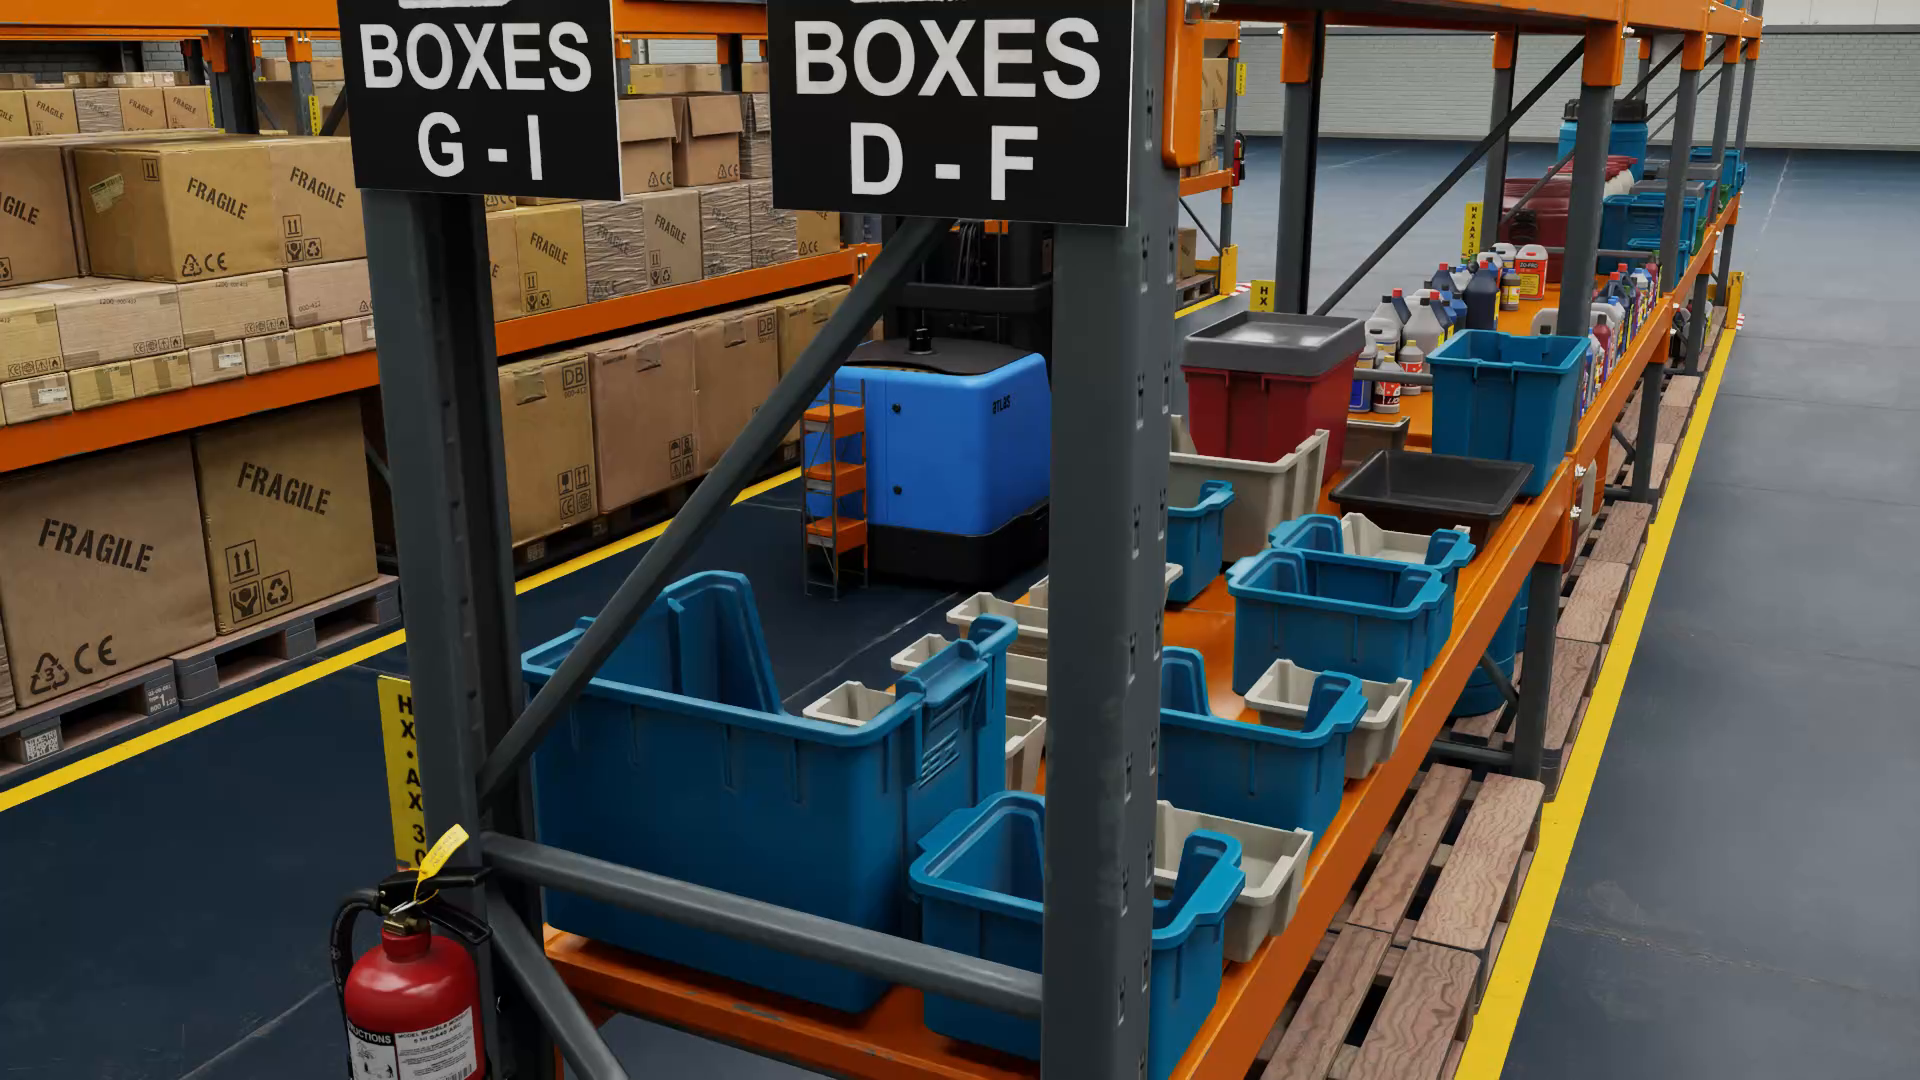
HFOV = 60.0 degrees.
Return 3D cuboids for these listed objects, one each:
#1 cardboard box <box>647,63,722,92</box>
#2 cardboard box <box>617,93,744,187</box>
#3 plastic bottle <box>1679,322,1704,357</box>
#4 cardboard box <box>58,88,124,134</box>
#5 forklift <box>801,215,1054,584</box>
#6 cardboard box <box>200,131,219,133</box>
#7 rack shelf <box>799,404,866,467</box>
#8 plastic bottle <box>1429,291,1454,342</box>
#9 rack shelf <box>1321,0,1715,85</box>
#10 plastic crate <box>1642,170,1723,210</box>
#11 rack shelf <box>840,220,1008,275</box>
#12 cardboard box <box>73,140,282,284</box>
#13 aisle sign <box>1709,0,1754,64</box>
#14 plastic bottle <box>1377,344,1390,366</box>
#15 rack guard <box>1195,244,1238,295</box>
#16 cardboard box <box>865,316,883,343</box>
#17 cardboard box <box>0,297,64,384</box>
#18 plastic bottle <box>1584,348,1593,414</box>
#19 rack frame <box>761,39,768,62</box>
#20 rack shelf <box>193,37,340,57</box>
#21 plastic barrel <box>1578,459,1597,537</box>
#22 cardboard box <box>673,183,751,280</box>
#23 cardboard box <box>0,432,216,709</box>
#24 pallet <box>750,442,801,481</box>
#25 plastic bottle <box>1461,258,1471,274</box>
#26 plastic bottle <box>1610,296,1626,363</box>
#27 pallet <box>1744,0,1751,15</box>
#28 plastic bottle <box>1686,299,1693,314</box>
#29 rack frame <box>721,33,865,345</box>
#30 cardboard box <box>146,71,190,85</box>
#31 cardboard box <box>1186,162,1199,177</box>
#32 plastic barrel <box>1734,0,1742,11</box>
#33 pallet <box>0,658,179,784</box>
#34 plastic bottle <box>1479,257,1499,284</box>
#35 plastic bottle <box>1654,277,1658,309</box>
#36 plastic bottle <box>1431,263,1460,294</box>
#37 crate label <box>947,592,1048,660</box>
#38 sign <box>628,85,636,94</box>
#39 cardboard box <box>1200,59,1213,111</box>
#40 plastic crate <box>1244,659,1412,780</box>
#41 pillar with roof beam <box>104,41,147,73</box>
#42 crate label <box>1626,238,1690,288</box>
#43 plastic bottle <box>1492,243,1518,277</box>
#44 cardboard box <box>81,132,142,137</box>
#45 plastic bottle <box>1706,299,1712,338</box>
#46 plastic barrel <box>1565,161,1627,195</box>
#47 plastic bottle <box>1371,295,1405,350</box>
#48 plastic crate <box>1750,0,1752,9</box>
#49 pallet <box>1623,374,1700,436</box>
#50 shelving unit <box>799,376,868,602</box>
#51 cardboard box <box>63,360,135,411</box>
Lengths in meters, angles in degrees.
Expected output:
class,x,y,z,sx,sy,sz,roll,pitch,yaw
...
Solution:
class,x,y,z,sx,sy,sz,roll,pitch,yaw
cardboard box,-3.011,-4.806,17.777,0.875,0.550,0.550,8,18,25
cardboard box,-1.743,-2.355,9.748,0.797,0.503,0.637,9,19,27
plastic bottle,5.765,-1.581,13.092,0.152,0.276,0.135,9,19,27
cardboard box,-8.877,-4.310,16.832,0.500,0.500,0.500,7,18,23
forklift,0.257,-1.569,9.158,1.130,2.935,3.031,7,18,23
cardboard box,-5.424,-2.952,12.355,0.380,0.149,0.250,8,18,25
rack shelf,-0.607,-0.512,7.944,0.215,0.259,0.240,11,20,32
plastic bottle,1.865,-0.808,6.564,0.144,0.351,0.185,8,18,25
rack shelf,2.429,-2.130,6.922,1.077,0.370,4.000,8,18,25
plastic crate,5.458,-2.652,12.795,0.767,0.338,0.504,8,18,25
rack shelf,-0.215,-2.341,12.901,1.077,0.370,4.000,8,18,25
cardboard box,-3.089,-1.309,6.589,0.500,0.500,0.500,8,18,26
aisle sign,7.195,-4.811,15.387,0.394,0.787,0.004,8,18,25
plastic bottle,1.564,-0.633,6.236,0.097,0.201,0.097,0,17,0
rack guard,2.433,-2.996,18.235,1.175,0.500,0.348,8,18,25
cardboard box,-0.827,-1.362,11.960,0.700,0.500,0.500,7,18,22
cardboard box,-3.544,-0.692,5.825,0.500,0.250,0.500,8,18,24
plastic bottle,2.219,-0.595,5.986,0.097,0.271,0.097,0,17,0
rack frame,-1.926,-4.871,20.155,1.000,3.000,0.127,8,18,25
rack shelf,-7.293,-6.058,20.149,1.077,0.370,4.000,8,18,25
plastic barrel,2.947,-0.273,8.307,0.421,0.512,0.421,0,17,0
cardboard box,-1.564,-1.808,9.668,0.500,0.500,0.500,7,18,24
cardboard box,-3.664,0.047,6.592,0.875,0.875,0.875,8,18,25
pallet,-1.528,-0.648,10.836,1.003,0.211,1.213,8,18,25
plastic bottle,2.430,-1.216,8.056,0.061,0.283,0.133,8,18,25
plastic bottle,2.720,-0.881,6.948,0.097,0.271,0.097,0,17,0
pallet,5.345,-4.109,12.652,1.213,0.211,1.003,8,18,25
plastic bottle,6.236,-1.922,14.224,0.061,0.283,0.133,8,18,25
rack frame,-1.108,-2.176,11.083,1.000,3.000,0.127,8,18,25
cardboard box,-8.713,-5.084,18.298,0.380,0.149,0.250,8,18,25
cardboard box,2.220,-3.799,16.989,0.380,0.149,0.250,8,18,25
plastic barrel,5.077,-4.086,11.365,0.600,0.901,0.708,8,18,25
pallet,-3.849,0.675,6.381,1.003,0.211,1.213,8,18,25
plastic bottle,2.612,-1.264,8.237,0.097,0.271,0.097,0,17,0
plastic bottle,3.456,-1.267,8.369,0.097,0.201,0.097,0,17,0
plastic bottle,2.146,-1.060,7.412,0.144,0.351,0.185,8,18,25
crate label,0.195,0.212,3.399,0.396,0.136,0.243,8,18,25
sign,-3.223,-4.302,16.347,0.100,0.325,0.005,8,18,25
cardboard box,2.223,-4.584,16.736,0.500,0.500,0.500,8,18,25
plastic crate,0.673,0.324,3.022,0.250,0.136,0.298,8,18,25
pillar with roof beam,-8.108,-8.371,21.403,9.100,9.000,0.400,8,18,25
crate label,3.846,-1.526,9.186,0.303,0.233,0.416,8,18,25
plastic bottle,2.840,-1.418,8.747,0.152,0.276,0.135,8,18,25
cardboard box,-6.230,-2.908,12.206,0.380,0.149,0.250,7,18,23
plastic bottle,6.199,-1.863,13.907,0.144,0.351,0.185,9,19,28
plastic barrel,4.159,-2.228,11.017,0.433,0.535,0.433,0,17,0
plastic bottle,1.653,-0.779,6.467,0.144,0.351,0.185,8,18,25
plastic crate,6.315,-4.490,13.633,0.392,0.384,0.575,8,18,25
pallet,4.794,-1.023,12.099,1.003,0.211,1.213,8,18,25
shelving unit,-0.607,-0.250,8.022,0.215,1.050,0.252,11,20,32
cardboard box,-3.313,-0.590,6.185,0.380,0.149,0.250,8,18,24
